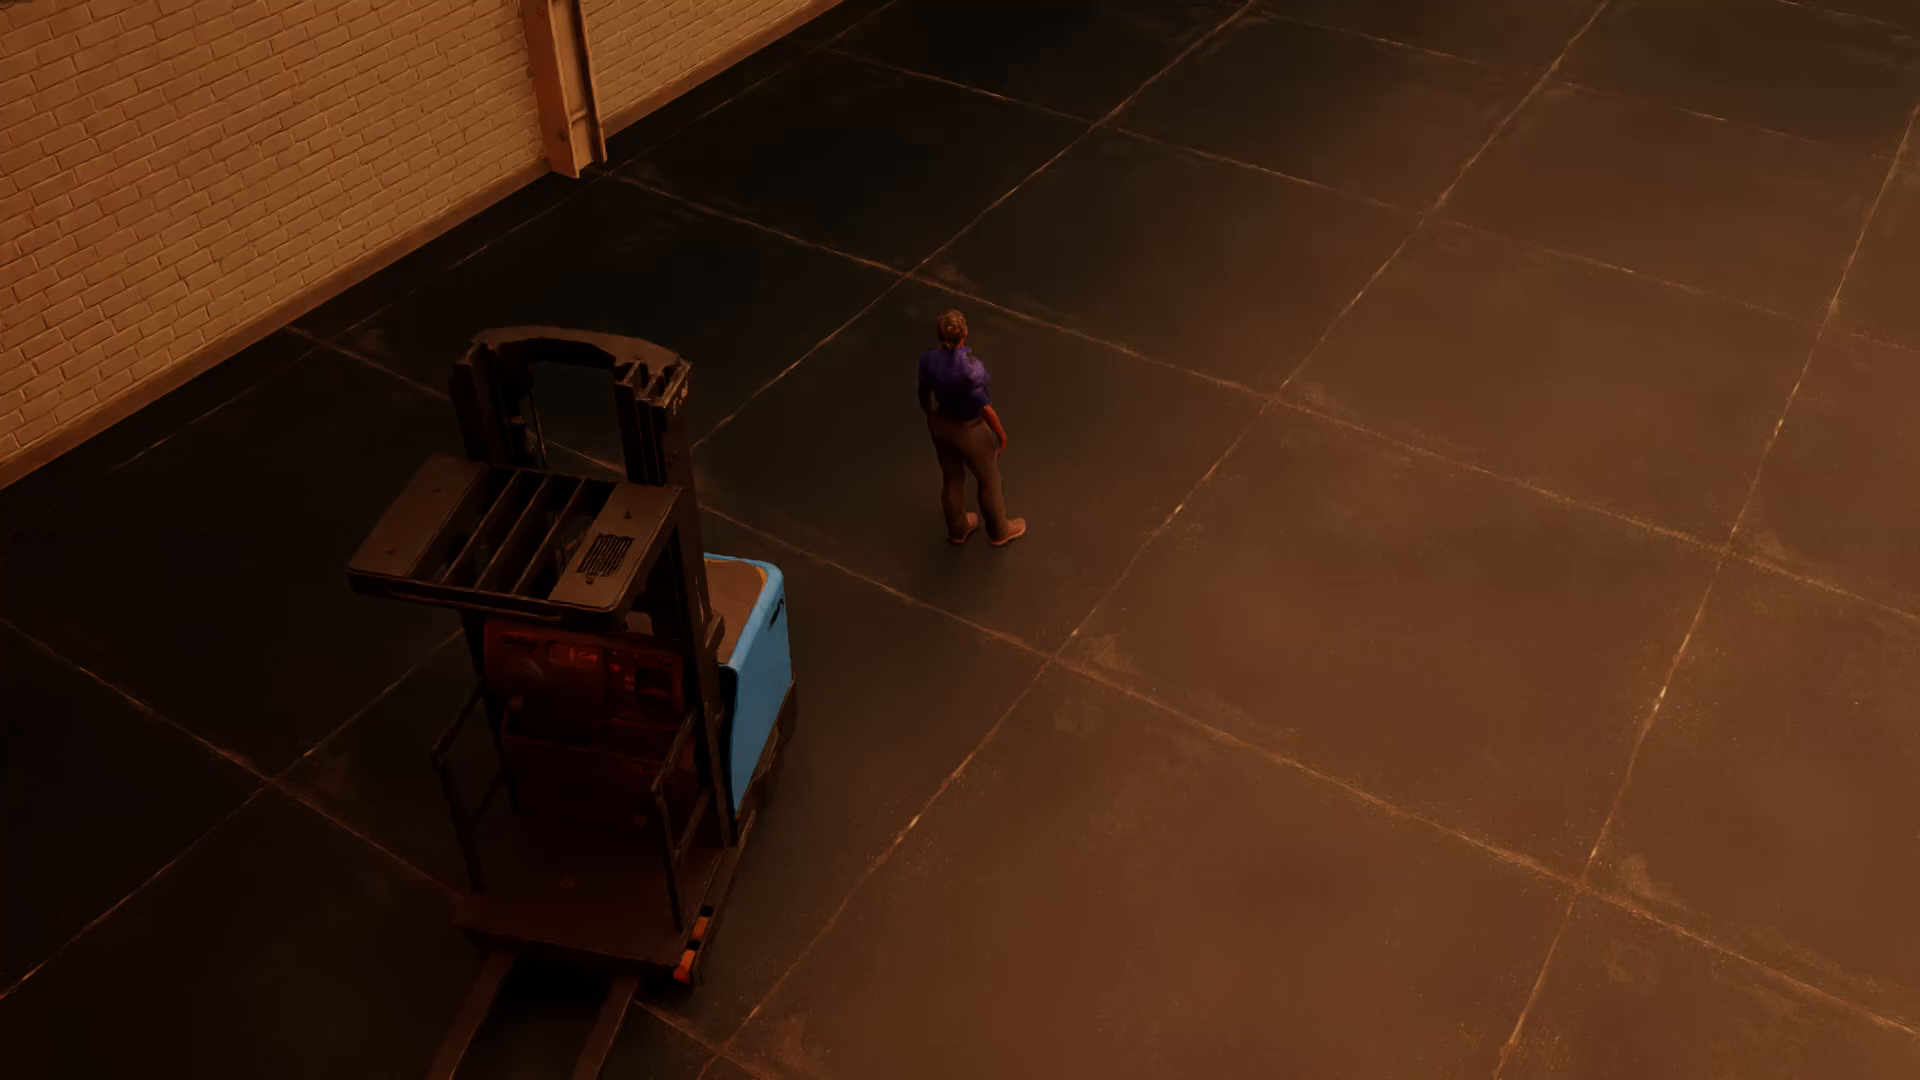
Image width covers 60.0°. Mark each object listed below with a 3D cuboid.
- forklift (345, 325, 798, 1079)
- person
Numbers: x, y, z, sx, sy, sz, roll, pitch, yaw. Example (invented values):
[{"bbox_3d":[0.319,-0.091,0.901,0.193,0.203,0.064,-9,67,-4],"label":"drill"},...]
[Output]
[{"bbox_3d":[-1.699,0.684,7.159,1.130,2.935,3.031,8,41,9],"label":"forklift"},{"bbox_3d":[0.063,-0.678,9.743,0.570,1.654,0.503,22,45,24],"label":"person"}]
